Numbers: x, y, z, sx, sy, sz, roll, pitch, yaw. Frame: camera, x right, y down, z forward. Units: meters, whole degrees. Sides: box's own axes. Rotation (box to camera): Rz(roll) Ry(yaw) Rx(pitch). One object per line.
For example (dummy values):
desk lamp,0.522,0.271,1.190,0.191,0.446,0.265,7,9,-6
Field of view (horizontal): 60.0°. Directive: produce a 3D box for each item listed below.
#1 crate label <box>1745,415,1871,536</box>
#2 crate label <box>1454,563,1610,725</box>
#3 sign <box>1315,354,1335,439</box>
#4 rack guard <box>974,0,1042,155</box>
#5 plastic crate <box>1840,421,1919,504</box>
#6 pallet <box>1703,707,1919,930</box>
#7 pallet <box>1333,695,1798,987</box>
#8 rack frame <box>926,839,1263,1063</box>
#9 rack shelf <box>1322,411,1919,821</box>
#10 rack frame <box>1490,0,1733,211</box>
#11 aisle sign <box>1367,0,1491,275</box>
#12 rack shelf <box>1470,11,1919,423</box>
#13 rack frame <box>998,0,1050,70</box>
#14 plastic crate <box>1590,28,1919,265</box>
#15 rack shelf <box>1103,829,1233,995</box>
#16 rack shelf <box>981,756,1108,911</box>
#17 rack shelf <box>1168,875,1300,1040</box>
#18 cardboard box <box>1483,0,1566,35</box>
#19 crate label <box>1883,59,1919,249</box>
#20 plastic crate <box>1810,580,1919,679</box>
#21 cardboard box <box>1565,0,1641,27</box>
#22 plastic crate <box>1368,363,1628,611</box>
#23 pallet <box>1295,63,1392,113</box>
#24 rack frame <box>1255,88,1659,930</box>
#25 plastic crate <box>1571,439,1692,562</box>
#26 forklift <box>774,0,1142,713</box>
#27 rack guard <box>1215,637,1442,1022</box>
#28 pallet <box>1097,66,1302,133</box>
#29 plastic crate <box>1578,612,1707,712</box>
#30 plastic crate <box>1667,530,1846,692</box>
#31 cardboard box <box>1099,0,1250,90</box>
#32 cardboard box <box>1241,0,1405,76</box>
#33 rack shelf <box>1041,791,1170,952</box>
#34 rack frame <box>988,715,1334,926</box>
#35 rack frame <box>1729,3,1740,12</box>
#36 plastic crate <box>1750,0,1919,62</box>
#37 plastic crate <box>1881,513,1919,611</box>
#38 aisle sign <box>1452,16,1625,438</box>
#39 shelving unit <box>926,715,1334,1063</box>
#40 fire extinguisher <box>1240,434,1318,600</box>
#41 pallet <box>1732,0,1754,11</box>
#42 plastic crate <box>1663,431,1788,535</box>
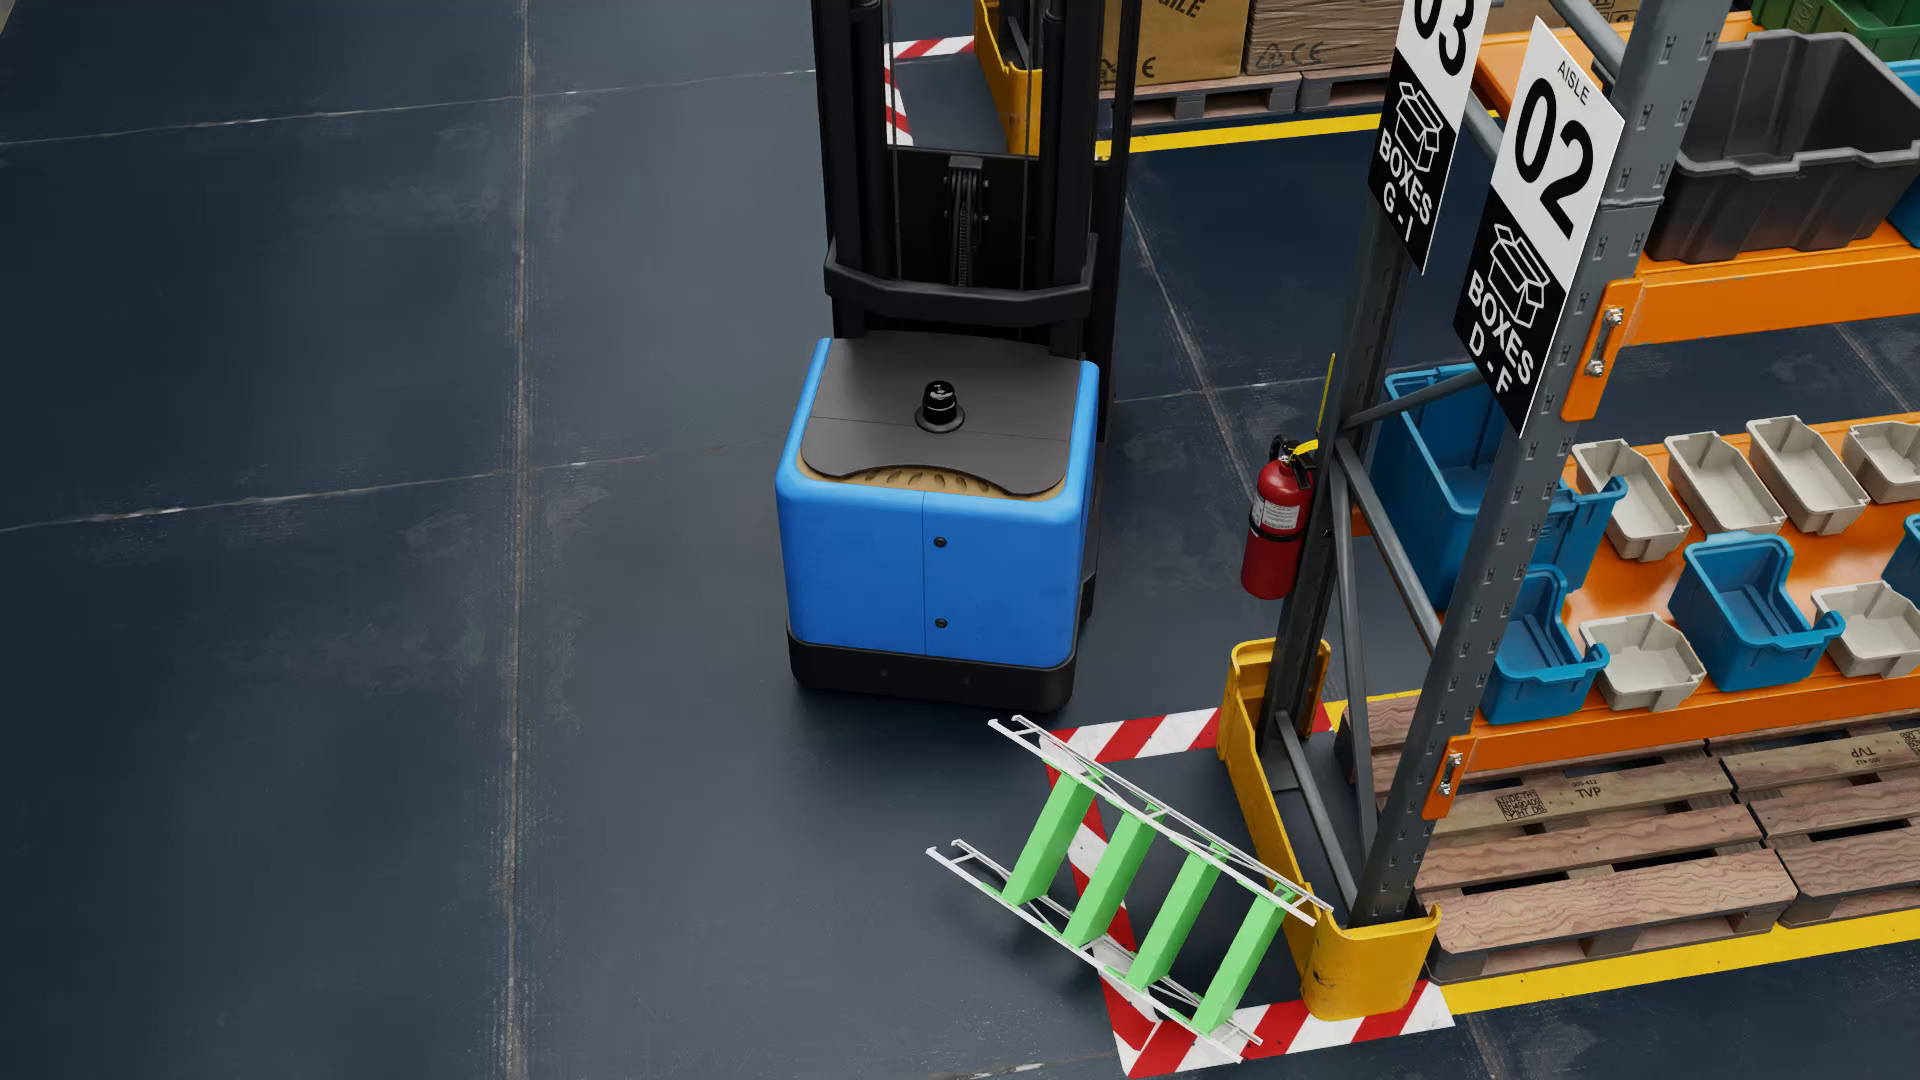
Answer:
crate label,2.538,-0.188,4.990,0.243,0.136,0.396,-7,46,-7
crate label,1.507,0.287,4.465,0.303,0.233,0.416,-7,46,-7
sign,1.097,-0.398,4.937,0.005,0.325,0.100,-7,46,-7
rack guard,0.339,-2.597,8.905,0.348,0.500,1.175,-7,46,-7
plastic crate,2.827,-0.237,5.037,0.250,0.136,0.298,-7,46,-7
pallet,3.226,0.793,5.839,1.213,0.211,1.003,-7,46,-7
pallet,2.026,0.941,5.697,1.213,0.211,1.003,-7,46,-7
rack frame,0.419,1.302,5.356,1.200,0.015,0.240,30,12,24
rack shelf,3.178,0.051,5.118,4.000,0.370,1.077,-7,46,-7
rack frame,1.207,-2.035,2.461,0.127,3.000,1.000,-7,46,-7
aisle sign,1.086,-1.054,3.877,0.004,0.787,0.394,-7,46,-7
rack shelf,3.178,-0.990,4.037,4.000,0.370,1.077,-7,46,-7
rack frame,0.363,-3.468,8.008,0.127,3.000,1.000,-7,46,-7
plastic crate,1.634,-0.798,3.444,0.590,0.269,0.497,-7,46,-7
rack shelf,0.661,1.164,5.241,0.148,0.480,0.258,30,12,24
rack shelf,0.280,0.946,5.434,0.148,0.480,0.258,30,12,24
rack shelf,0.852,1.273,5.144,0.148,0.480,0.258,30,12,24
cardboard box,2.753,-3.233,8.965,0.875,0.875,0.875,-7,46,-7
crate label,2.171,-0.826,3.483,0.502,0.251,0.408,-7,46,-7
plastic crate,2.505,0.257,4.561,0.298,0.136,0.250,-7,46,-7
cardboard box,3.640,-3.343,9.072,0.875,0.875,0.875,-7,46,-7
plastic crate,1.505,-0.160,4.755,0.499,0.435,0.616,-7,46,-7
pallet,2.337,-2.801,9.302,1.213,0.211,1.003,-7,46,-7
rack frame,1.207,0.047,4.622,0.127,3.000,1.000,-7,46,-7
plastic crate,1.980,-0.111,4.915,0.243,0.136,0.396,-7,46,-7
forklift,0.087,-1.462,6.123,1.130,2.935,3.031,6,46,6
rack guard,1.186,0.926,5.510,0.348,0.500,1.175,-7,46,-7
pallet,1.137,-2.654,9.160,1.213,0.211,1.003,-7,46,-7
plastic crate,1.837,0.340,4.481,0.298,0.136,0.250,-7,46,-7
plastic crate,2.155,0.207,4.543,0.300,0.233,0.416,-7,46,-7
cardboard box,0.980,-3.011,8.752,0.875,0.875,0.875,-7,46,-7
cardboard box,1.876,-3.123,8.860,0.875,0.875,0.875,-7,46,-7
rack shelf,0.470,1.055,5.337,0.148,0.480,0.258,30,12,24
rack frame,0.623,0.867,5.267,1.200,0.015,0.240,30,12,24
rack frame,4.304,-3.959,8.481,0.127,3.000,1.000,-7,46,-7
plastic crate,2.130,-1.244,3.930,0.336,0.188,0.450,-7,46,-7
plastic crate,2.804,0.126,4.620,0.300,0.233,0.416,-7,46,-7
aisle sign,1.187,-0.635,3.474,0.004,0.787,0.394,-7,46,-7
shelving unit,0.521,1.084,5.312,1.200,0.503,0.258,30,12,24
fire extinguisher,0.981,-0.101,5.077,0.183,0.674,0.296,-7,46,-7
pallet,5.051,-3.140,9.628,1.213,0.211,1.003,-7,46,-7
plastic crate,2.268,-0.136,4.940,0.243,0.136,0.396,-7,46,-7
